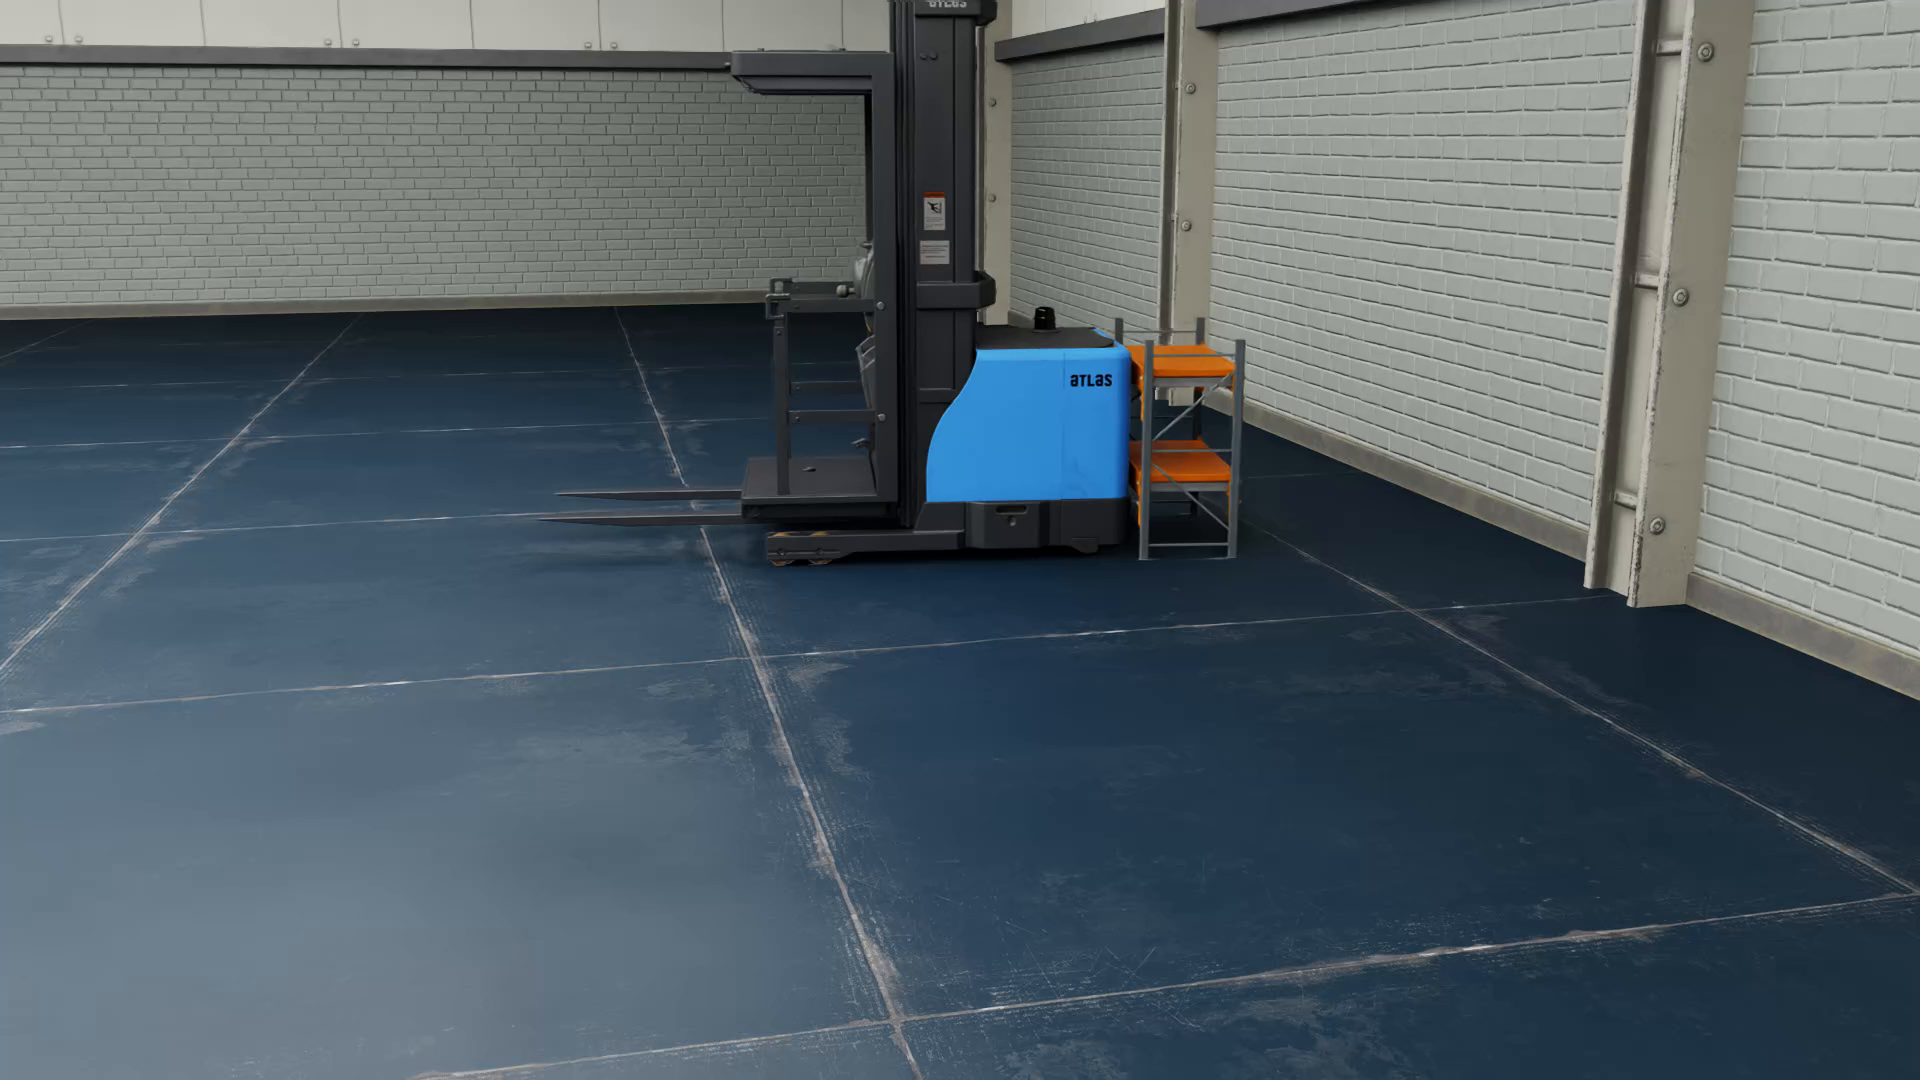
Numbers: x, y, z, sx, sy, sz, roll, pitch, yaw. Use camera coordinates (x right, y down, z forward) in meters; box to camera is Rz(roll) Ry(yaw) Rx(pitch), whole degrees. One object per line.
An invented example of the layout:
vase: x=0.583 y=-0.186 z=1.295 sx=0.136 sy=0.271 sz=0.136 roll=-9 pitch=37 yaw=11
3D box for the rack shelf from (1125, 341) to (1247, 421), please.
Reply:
rack shelf: x=1.139 y=-0.852 z=8.812 sx=0.538 sy=0.278 sz=1.000 roll=-1 pitch=14 yaw=-3

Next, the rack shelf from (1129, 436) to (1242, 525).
rack shelf: x=1.139 y=-0.330 z=8.939 sx=0.538 sy=0.278 sz=1.000 roll=-1 pitch=14 yaw=-3

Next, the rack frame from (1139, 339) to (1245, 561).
rack frame: x=1.167 y=-0.447 z=8.388 sx=0.500 sy=1.125 sz=0.032 roll=-1 pitch=14 yaw=-3

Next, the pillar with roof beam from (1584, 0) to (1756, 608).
pillar with roof beam: x=-0.982 y=-3.874 z=5.825 sx=9.100 sy=9.000 sz=0.400 roll=-3 pitch=14 yaw=-13

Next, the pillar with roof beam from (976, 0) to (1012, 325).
pillar with roof beam: x=-3.800 y=-6.643 z=17.156 sx=9.100 sy=9.000 sz=0.400 roll=-3 pitch=14 yaw=-13

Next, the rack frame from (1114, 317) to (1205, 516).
rack frame: x=1.111 y=-0.688 z=9.374 sx=0.500 sy=1.125 sz=0.032 roll=-1 pitch=14 yaw=-3

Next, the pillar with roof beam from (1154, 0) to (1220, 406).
pillar with roof beam: x=-2.391 y=-5.259 z=11.491 sx=9.100 sy=9.000 sz=0.400 roll=-3 pitch=14 yaw=-13

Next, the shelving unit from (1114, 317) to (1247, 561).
shelving unit: x=1.139 y=-0.568 z=8.881 sx=0.538 sy=1.125 sz=1.048 roll=-1 pitch=14 yaw=-3

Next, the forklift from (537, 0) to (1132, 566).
forklift: x=-0.666 y=-1.424 z=8.579 sx=3.031 sy=2.935 sz=1.130 roll=-1 pitch=14 yaw=-5
